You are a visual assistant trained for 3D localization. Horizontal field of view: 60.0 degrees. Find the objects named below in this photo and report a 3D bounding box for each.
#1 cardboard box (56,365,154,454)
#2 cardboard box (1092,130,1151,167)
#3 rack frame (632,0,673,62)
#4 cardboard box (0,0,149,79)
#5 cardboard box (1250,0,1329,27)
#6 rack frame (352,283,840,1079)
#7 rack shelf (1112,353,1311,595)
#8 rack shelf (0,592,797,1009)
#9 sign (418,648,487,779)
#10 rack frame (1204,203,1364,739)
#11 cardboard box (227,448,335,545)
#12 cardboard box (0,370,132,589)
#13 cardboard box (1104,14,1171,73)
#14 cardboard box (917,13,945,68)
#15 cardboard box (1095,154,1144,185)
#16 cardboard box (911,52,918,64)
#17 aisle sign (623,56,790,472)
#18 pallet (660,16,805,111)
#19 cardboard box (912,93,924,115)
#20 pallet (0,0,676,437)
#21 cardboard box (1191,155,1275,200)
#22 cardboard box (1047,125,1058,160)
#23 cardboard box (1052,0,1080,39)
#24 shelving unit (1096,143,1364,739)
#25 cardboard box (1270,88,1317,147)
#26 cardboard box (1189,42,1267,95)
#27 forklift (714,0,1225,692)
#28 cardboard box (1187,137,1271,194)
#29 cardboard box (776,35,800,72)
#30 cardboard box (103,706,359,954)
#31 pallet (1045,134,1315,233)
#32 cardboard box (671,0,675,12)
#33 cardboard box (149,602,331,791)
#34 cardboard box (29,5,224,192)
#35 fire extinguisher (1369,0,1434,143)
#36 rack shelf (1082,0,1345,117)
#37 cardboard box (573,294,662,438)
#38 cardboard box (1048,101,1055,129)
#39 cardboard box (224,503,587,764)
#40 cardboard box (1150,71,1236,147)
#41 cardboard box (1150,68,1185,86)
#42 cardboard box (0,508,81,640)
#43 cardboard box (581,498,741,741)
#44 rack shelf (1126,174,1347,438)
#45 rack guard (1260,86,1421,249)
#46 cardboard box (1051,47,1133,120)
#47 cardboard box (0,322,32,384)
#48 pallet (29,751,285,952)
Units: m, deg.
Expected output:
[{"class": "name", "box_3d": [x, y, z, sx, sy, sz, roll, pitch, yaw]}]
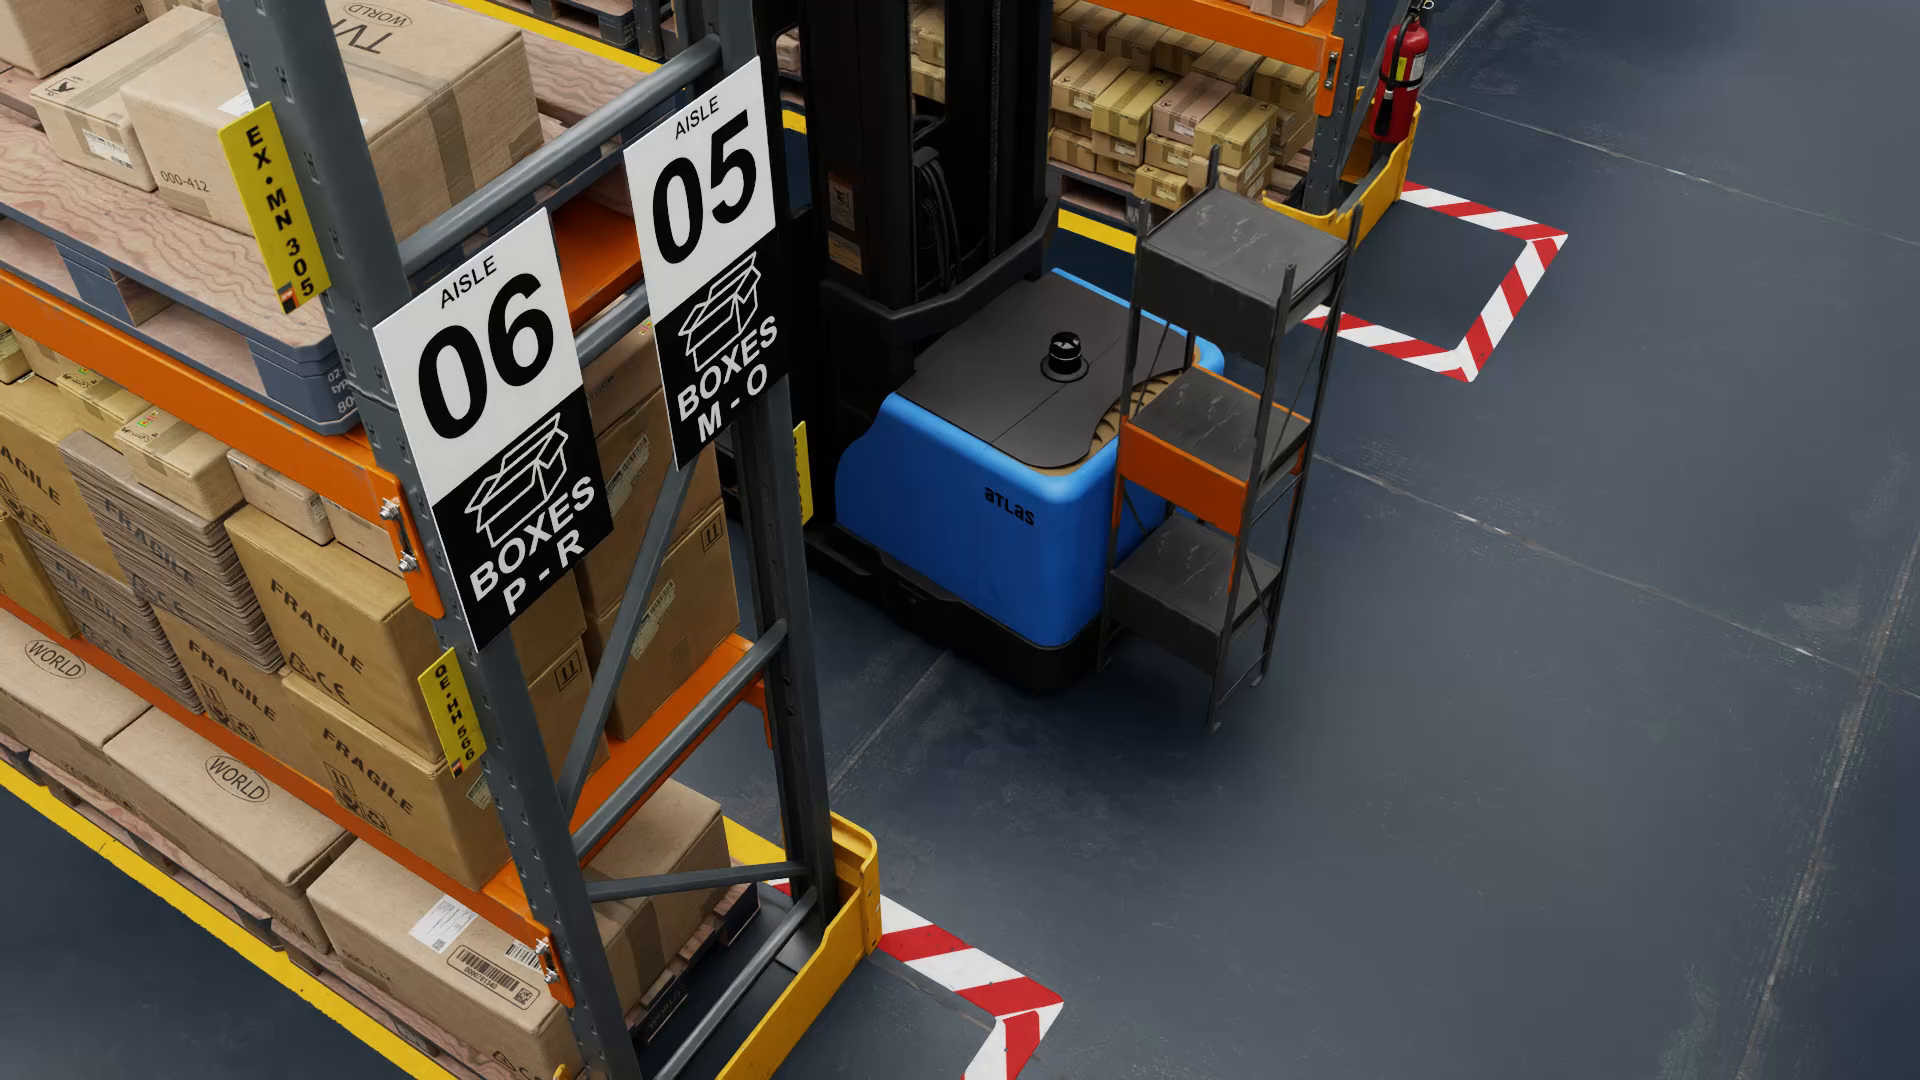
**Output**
[{"class": "cardboard box", "box_3d": [-1.801, -0.369, 3.798, 0.250, 0.149, 0.380, 26, 51, 23]}, {"class": "cardboard box", "box_3d": [0.839, -2.002, 8.092, 0.250, 0.149, 0.380, 23, 50, 21]}, {"class": "rack frame", "box_3d": [-1.491, -4.062, 8.606, 0.127, 3.000, 1.000, 25, 51, 22]}, {"class": "cardboard box", "box_3d": [-1.944, -1.291, 3.521, 0.500, 0.311, 0.500, 26, 51, 23]}, {"class": "cardboard box", "box_3d": [1.449, -2.382, 7.148, 0.250, 0.149, 0.380, 25, 51, 22]}, {"class": "rack frame", "box_3d": [-0.711, 0.514, 4.159, 0.127, 3.000, 1.000, 25, 51, 22]}, {"class": "rack shelf", "box_3d": [0.835, -0.222, 5.521, 0.480, 0.518, 0.431, 31, 53, 26]}, {"class": "rack shelf", "box_3d": [-2.395, -0.010, 5.170, 4.000, 0.370, 1.077, 25, 51, 22]}, {"class": "sign", "box_3d": [-1.016, 0.350, 3.346, 0.005, 0.325, 0.100, 25, 51, 22]}, {"class": "rack frame", "box_3d": [1.023, -0.120, 5.403, 0.015, 2.100, 0.400, 31, 53, 26]}, {"class": "cardboard box", "box_3d": [-1.348, -0.197, 3.631, 0.250, 0.149, 0.380, 26, 51, 23]}, {"class": "cardboard box", "box_3d": [-2.116, -0.290, 4.174, 0.500, 0.500, 0.500, 24, 51, 22]}, {"class": "cardboard box", "box_3d": [0.925, -2.537, 8.404, 0.250, 0.149, 0.380, 22, 50, 20]}, {"class": "cardboard box", "box_3d": [-0.011, -2.543, 8.410, 0.250, 0.149, 0.380, 25, 51, 22]}, {"class": "cardboard box", "box_3d": [0.873, -1.937, 8.236, 0.250, 0.149, 0.380, 24, 51, 22]}, {"class": "cardboard box", "box_3d": [-0.250, -2.506, 8.581, 0.250, 0.149, 0.380, 24, 51, 22]}, {"class": "aisle sign", "box_3d": [-0.494, -0.539, 3.370, 0.004, 0.787, 0.394, 25, 51, 22]}, {"class": "pallet", "box_3d": [-0.907, -2.852, 9.374, 1.213, 0.211, 1.003, 25, 51, 22]}, {"class": "cardboard box", "box_3d": [-0.244, -2.402, 8.688, 0.250, 0.149, 0.380, 23, 50, 21]}, {"class": "pallet", "box_3d": [-1.341, -0.782, 3.388, 1.213, 0.211, 1.003, 25, 51, 22]}, {"class": "cardboard box", "box_3d": [1.320, -1.744, 8.048, 0.250, 0.149, 0.380, 26, 51, 23]}, {"class": "cardboard box", "box_3d": [0.410, -2.086, 8.380, 0.250, 0.149, 0.380, 23, 50, 20]}, {"class": "cardboard box", "box_3d": [0.500, -2.779, 8.639, 0.250, 0.149, 0.380, 25, 51, 23]}, {"class": "shelving unit", "box_3d": [0.835, -0.231, 5.511, 0.503, 2.100, 0.431, 31, 53, 26]}, {"class": "cardboard box", "box_3d": [1.574, -2.128, 8.214, 0.250, 0.149, 0.380, 27, 52, 24]}, {"class": "cardboard box", "box_3d": [1.321, -2.316, 8.189, 0.250, 0.149, 0.380, 26, 51, 23]}, {"class": "forklift", "box_3d": [-0.497, -1.363, 6.030, 3.031, 2.935, 1.130, 31, 53, 26]}, {"class": "cardboard box", "box_3d": [1.278, -1.802, 7.897, 0.250, 0.149, 0.380, 23, 50, 21]}, {"class": "cardboard box", "box_3d": [-0.897, -2.712, 8.989, 0.250, 0.149, 0.380, 24, 51, 22]}, {"class": "cardboard box", "box_3d": [-2.096, 0.716, 5.456, 0.875, 0.438, 0.875, 26, 51, 23]}, {"class": "pallet", "box_3d": [1.147, -1.907, 8.456, 1.213, 0.211, 1.003, 25, 51, 22]}, {"class": "cardboard box", "box_3d": [-1.359, -2.985, 9.047, 0.250, 0.149, 0.380, 27, 52, 24]}, {"class": "cardboard box", "box_3d": [-1.674, 0.249, 4.347, 0.500, 0.500, 0.500, 24, 50, 21]}, {"class": "cardboard box", "box_3d": [-1.535, -0.859, 3.214, 0.250, 0.149, 0.380, 21, 49, 19]}, {"class": "fire extinguisher", "box_3d": [1.839, -1.980, 6.897, 0.183, 0.674, 0.296, 25, 51, 22]}, {"class": "rack shelf", "box_3d": [0.193, -3.037, 8.111, 4.000, 0.370, 1.077, 25, 51, 22]}, {"class": "cardboard box", "box_3d": [-0.861, -0.400, 3.828, 0.250, 0.149, 0.380, 26, 51, 23]}, {"class": "cardboard box", "box_3d": [0.396, -2.195, 8.279, 0.250, 0.149, 0.380, 25, 51, 23]}, {"class": "cardboard box", "box_3d": [-1.246, 0.088, 3.806, 0.500, 0.500, 0.500, 26, 51, 23]}, {"class": "cardboard box", "box_3d": [1.113, -2.058, 7.938, 0.250, 0.149, 0.380, 26, 51, 23]}, {"class": "cardboard box", "box_3d": [1.120, -2.309, 8.390, 0.250, 0.149, 0.380, 25, 51, 23]}, {"class": "cardboard box", "box_3d": [-2.554, -0.137, 4.722, 0.500, 0.500, 0.500, 26, 51, 23]}, {"class": "cardboard box", "box_3d": [-0.960, 0.120, 4.472, 0.500, 0.500, 0.500, 24, 51, 22]}, {"class": "rack shelf", "box_3d": [0.835, -0.710, 5.019, 0.480, 0.518, 0.431, 31, 53, 26]}, {"class": "rack guard", "box_3d": [1.812, -1.672, 8.026, 0.348, 0.500, 1.175, 25, 51, 22]}, {"class": "cardboard box", "box_3d": [0.643, -2.220, 8.096, 0.250, 0.149, 0.380, 23, 50, 21]}, {"class": "cardboard box", "box_3d": [-2.225, -0.575, 3.998, 0.250, 0.149, 0.380, 26, 51, 23]}, {"class": "pallet", "box_3d": [-2.449, 0.750, 5.874, 1.213, 0.211, 1.003, 25, 51, 22]}]
